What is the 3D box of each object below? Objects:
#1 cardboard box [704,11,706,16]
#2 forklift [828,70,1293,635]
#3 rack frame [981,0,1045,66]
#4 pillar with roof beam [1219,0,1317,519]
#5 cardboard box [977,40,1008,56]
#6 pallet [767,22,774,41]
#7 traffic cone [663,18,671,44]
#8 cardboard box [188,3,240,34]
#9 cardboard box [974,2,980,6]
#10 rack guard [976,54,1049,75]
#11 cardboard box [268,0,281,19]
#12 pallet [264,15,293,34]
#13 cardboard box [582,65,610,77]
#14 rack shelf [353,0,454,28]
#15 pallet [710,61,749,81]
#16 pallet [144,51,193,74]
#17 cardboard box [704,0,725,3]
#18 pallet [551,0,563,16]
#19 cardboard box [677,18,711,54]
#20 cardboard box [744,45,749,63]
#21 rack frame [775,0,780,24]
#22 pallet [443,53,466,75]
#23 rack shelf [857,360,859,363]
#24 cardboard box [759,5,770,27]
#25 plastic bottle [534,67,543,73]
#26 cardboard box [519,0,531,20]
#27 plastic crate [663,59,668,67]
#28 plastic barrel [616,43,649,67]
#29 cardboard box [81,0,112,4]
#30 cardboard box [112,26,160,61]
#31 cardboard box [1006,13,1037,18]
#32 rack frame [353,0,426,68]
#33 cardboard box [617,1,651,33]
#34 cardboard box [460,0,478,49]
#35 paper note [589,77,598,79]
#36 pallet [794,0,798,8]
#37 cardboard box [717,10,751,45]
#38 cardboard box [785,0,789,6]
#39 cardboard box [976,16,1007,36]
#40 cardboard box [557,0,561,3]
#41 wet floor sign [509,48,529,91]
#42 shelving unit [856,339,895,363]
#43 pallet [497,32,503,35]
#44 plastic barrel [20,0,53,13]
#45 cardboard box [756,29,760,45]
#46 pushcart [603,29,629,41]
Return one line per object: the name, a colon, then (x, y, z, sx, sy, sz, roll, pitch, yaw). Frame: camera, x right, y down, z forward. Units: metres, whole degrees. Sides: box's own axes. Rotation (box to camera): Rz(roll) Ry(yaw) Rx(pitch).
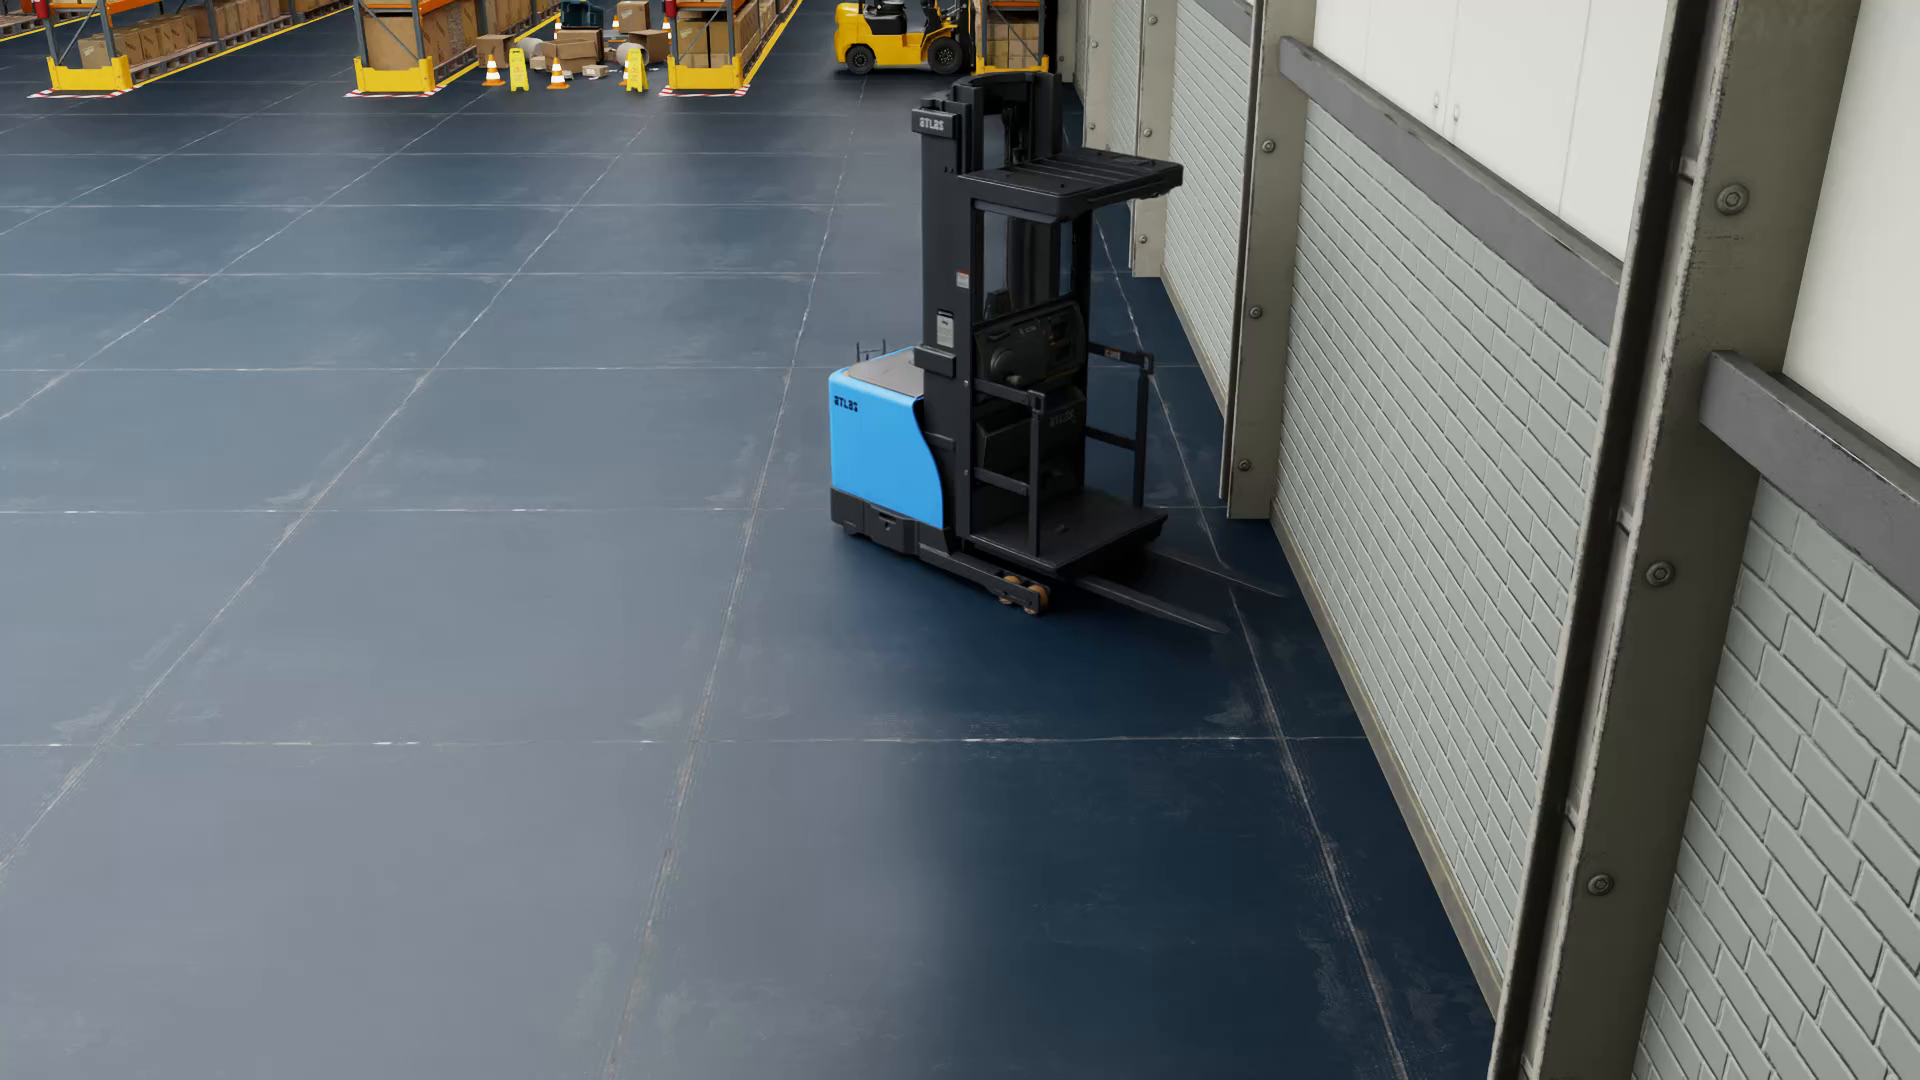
cardboard box: (-4.457, -8.853, 27.814, 0.380, 0.149, 0.250, 0, 24, 0)
forklift: (0.574, -1.144, 9.723, 3.031, 2.935, 1.130, 21, 32, 38)
rack frame: (0.846, -8.717, 26.384, 1.000, 3.000, 0.127, 0, 24, -1)
pillar with roof beam: (-2.369, -4.305, 9.349, 9.100, 9.000, 0.400, 0, 24, -1)
cardboard box: (0.528, -8.083, 27.202, 0.500, 0.250, 0.500, -1, 24, -1)
pallet: (-4.187, -9.896, 32.374, 1.003, 0.211, 1.213, 0, 24, -1)
traffic cone: (-5.574, -9.690, 31.614, 0.336, 0.463, 0.334, 0, 24, -1)
cardboard box: (-14.042, -9.808, 31.296, 0.700, 0.500, 0.500, 0, 24, -1)
cardboard box: (0.490, -9.348, 29.393, 0.500, 0.250, 0.500, 0, 24, 0)
rack guard: (0.846, -7.568, 26.877, 1.175, 0.500, 0.348, 0, 24, -1)
cardboard box: (-14.087, -10.731, 33.336, 0.700, 0.500, 0.500, -2, 24, -3)
pallet: (-14.107, -10.353, 33.384, 1.003, 0.211, 1.213, 0, 24, -1)
cardboard box: (-6.151, -7.925, 28.092, 0.380, 0.149, 0.250, 13, 27, 27)
rack shelf: (-9.088, -9.126, 28.161, 1.077, 0.370, 4.000, 0, 24, -1)
pallet: (-4.092, -7.789, 27.716, 1.003, 0.211, 1.213, 0, 24, -1)
pallet: (-14.011, -8.246, 28.726, 1.003, 0.211, 1.213, 0, 24, -1)
cardboard box: (-3.914, -8.720, 26.695, 0.380, 0.149, 0.250, 0, 24, 0)
pallet: (-9.171, -11.479, 35.874, 1.003, 0.211, 1.213, 0, 24, -1)
cardboard box: (-4.387, -8.303, 27.384, 0.500, 0.500, 0.500, 0, 24, 0)
cardboard box: (-3.847, -8.176, 28.014, 0.500, 0.250, 0.500, 1, 24, 1)
rack frame: (-4.204, -11.990, 33.620, 1.000, 3.000, 0.127, 0, 24, -1)
pallet: (-9.163, -8.190, 28.601, 1.003, 0.211, 1.213, 0, 24, -1)
rack shelf: (-0.556, -1.059, 11.150, 0.215, 0.259, 0.240, -9, 26, -16)
cardboard box: (-4.190, -10.135, 32.197, 0.950, 0.372, 0.625, 1, 24, 1)
plastic bottle: (-7.224, -8.055, 28.485, 0.133, 0.061, 0.283, -9, 26, -19)
cardboard box: (-9.236, -10.841, 33.300, 1.050, 0.750, 0.750, -1, 24, -1)
plastic crate: (-4.964, -8.361, 29.139, 0.402, 0.080, 0.583, -9, 26, -19)
plastic barrel: (-5.654, -8.364, 28.729, 0.512, 0.421, 0.421, 19, 30, 35)
cardboard box: (-13.791, -8.653, 26.547, 0.380, 0.149, 0.250, 0, 24, -1)
cardboard box: (-14.045, -8.463, 28.345, 0.500, 0.500, 0.500, 2, 24, 4)
cardboard box: (1.026, -8.722, 28.009, 0.500, 0.250, 0.500, 0, 24, -1)
rack frame: (-9.066, -8.629, 26.190, 1.000, 3.000, 0.127, 0, 24, -1)
cardboard box: (-5.940, -9.527, 30.290, 0.500, 0.500, 0.500, 0, 24, -1)
cardboard box: (-9.173, -9.242, 29.612, 0.875, 0.875, 0.875, 0, 24, 0)
paper note: (-6.118, -7.721, 27.785, 0.148, 0.019, 0.142, -9, 26, -19)
pallet: (-4.164, -12.050, 37.137, 1.003, 0.211, 1.213, 0, 24, -1)
cardboard box: (-3.858, -8.739, 28.350, 0.500, 0.500, 0.500, 0, 24, 0)
cardboard box: (-4.134, -11.866, 35.414, 0.875, 0.875, 0.875, 0, 24, 0)
cardboard box: (0.518, -8.510, 27.540, 0.500, 0.250, 0.500, 0, 24, 0)
cardboard box: (-8.930, -11.900, 35.945, 0.500, 0.500, 0.500, -1, 24, -2)
wet floor sign: (-7.086, -7.554, 26.669, 0.267, 0.644, 0.232, -4, 25, -10)
shelving unit: (-0.551, -0.811, 11.263, 0.215, 1.050, 0.252, -9, 26, -16)
pallet: (-9.193, -9.325, 31.111, 1.003, 0.211, 1.213, 0, 24, -1)
plastic barrel: (-19.089, -11.327, 34.279, 0.600, 0.830, 0.708, 0, 24, -1)
cardboard box: (-3.886, -9.038, 29.920, 0.500, 0.250, 0.500, 1, 24, 2)
pushcart: (-6.440, -9.116, 30.448, 1.648, 0.377, 0.936, -9, 26, -19)
